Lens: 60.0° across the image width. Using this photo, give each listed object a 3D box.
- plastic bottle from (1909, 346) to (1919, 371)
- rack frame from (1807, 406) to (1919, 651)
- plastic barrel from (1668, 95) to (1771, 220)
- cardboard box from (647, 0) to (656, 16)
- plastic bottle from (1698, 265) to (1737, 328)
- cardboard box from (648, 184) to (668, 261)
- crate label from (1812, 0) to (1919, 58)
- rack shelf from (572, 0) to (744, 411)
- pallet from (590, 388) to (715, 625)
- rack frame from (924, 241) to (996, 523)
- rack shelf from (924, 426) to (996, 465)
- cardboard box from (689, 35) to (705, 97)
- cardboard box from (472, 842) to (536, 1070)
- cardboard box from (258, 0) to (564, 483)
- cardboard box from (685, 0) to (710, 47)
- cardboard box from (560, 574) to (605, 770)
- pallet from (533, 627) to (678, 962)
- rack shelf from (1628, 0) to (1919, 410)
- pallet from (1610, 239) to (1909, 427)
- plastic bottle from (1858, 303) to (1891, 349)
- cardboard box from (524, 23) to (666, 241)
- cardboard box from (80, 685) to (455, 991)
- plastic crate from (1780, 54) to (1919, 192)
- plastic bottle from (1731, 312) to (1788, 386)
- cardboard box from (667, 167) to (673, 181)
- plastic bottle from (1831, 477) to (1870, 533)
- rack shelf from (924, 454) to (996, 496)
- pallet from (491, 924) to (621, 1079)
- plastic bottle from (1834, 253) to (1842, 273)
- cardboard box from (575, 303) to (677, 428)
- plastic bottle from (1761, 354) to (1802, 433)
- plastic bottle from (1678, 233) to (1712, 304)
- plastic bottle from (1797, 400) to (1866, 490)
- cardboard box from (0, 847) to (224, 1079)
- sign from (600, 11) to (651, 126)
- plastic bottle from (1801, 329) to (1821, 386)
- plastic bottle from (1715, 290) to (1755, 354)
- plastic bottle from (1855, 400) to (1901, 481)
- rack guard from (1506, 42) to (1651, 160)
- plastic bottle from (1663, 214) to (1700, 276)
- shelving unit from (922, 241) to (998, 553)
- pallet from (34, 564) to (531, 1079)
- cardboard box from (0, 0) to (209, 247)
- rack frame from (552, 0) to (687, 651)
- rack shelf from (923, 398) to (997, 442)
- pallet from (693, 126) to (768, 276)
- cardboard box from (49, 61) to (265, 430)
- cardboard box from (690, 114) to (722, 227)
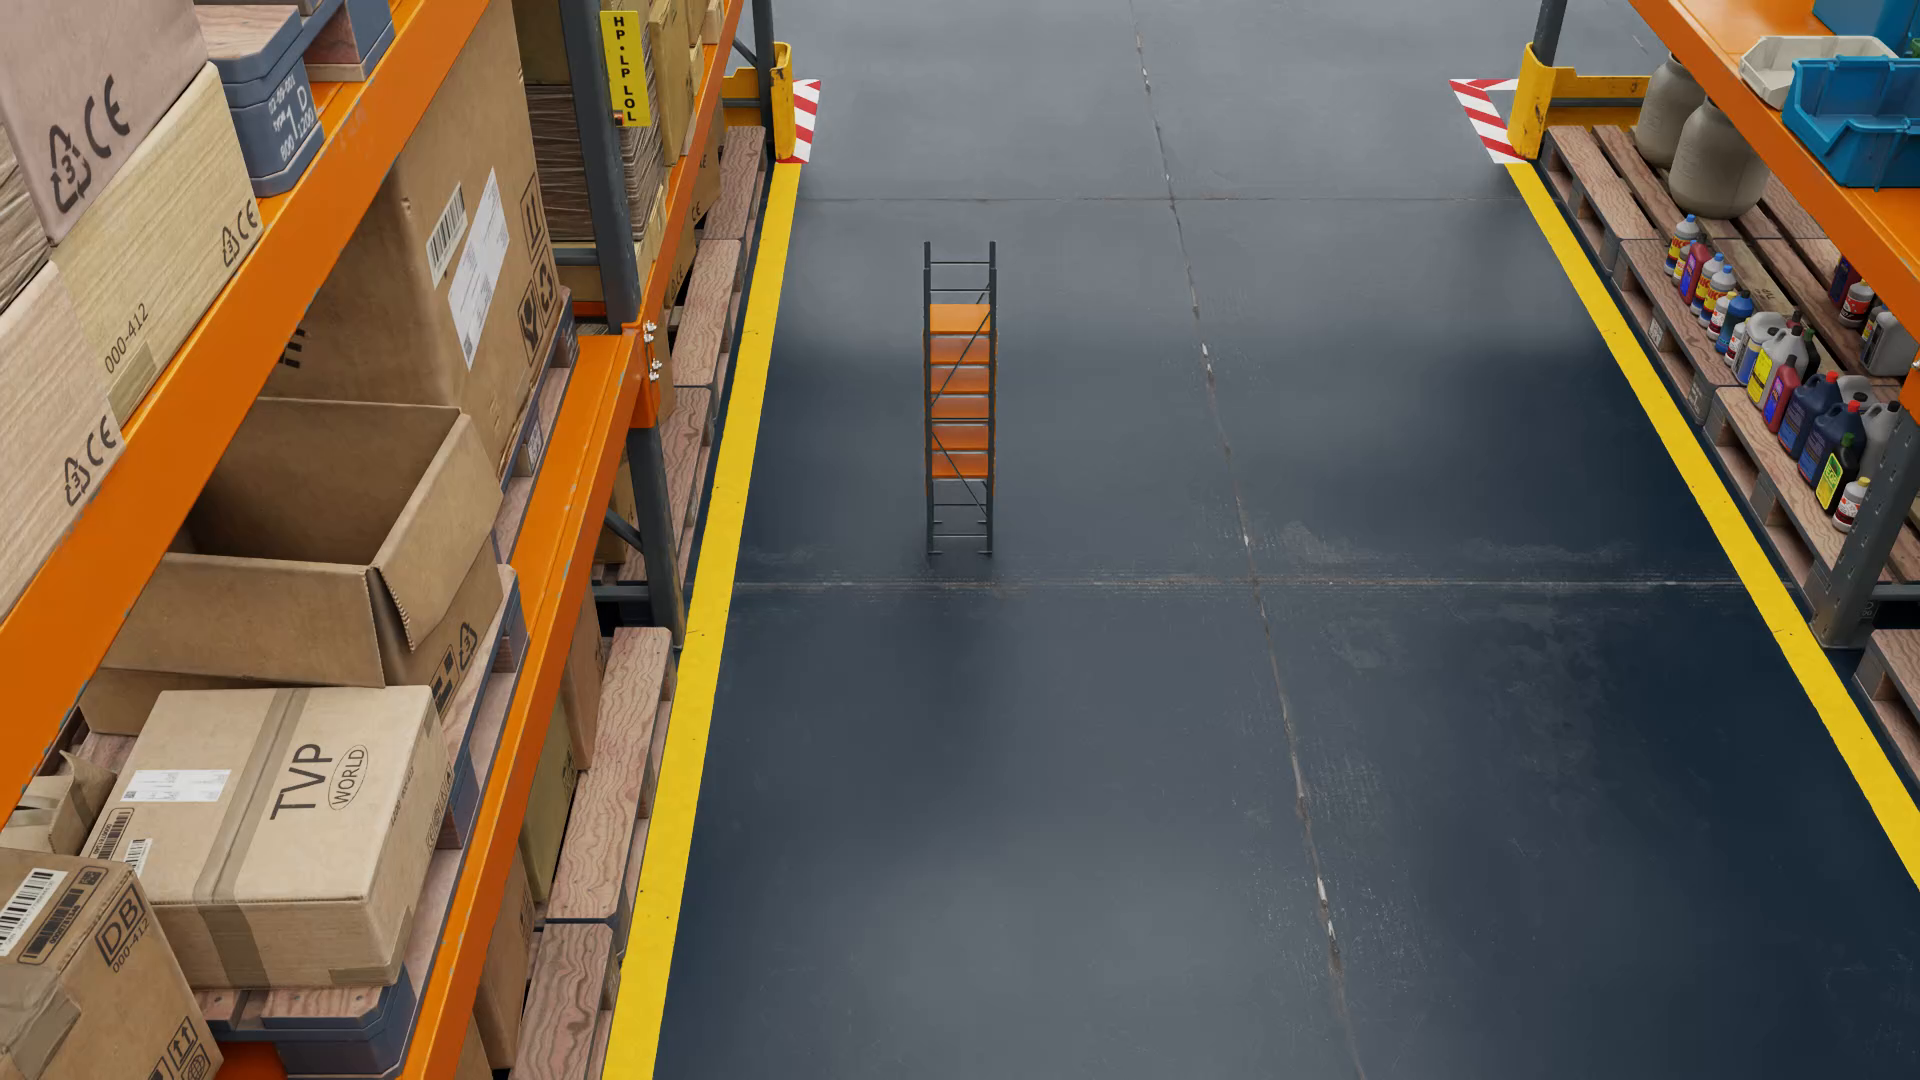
[{"bbox_3d":[3.904,-0.854,6.683,0.144,0.351,0.185,0,39,0],"label":"plastic bottle"},{"bbox_3d":[3.490,-0.827,4.883,1.000,3.000,0.127,0,39,0],"label":"rack frame"},{"bbox_3d":[3.564,-1.796,7.746,0.421,0.512,0.421,0,39,0],"label":"plastic barrel"},{"bbox_3d":[-1.211,-1.963,5.183,0.500,0.500,0.500,0,39,0],"label":"cardboard box"},{"bbox_3d":[3.177,-1.024,6.959,0.097,0.271,0.097,0,39,0],"label":"plastic bottle"},{"bbox_3d":[-1.149,-1.016,5.320,0.380,0.149,0.250,0,39,0],"label":"cardboard box"},{"bbox_3d":[3.758,-2.191,6.557,0.502,0.435,0.616,0,39,0],"label":"crate label"},{"bbox_3d":[-1.465,-1.793,6.664,1.077,0.370,4.000,0,39,0],"label":"rack shelf"},{"bbox_3d":[-1.499,-0.155,6.275,1.003,0.211,1.213,0,39,0],"label":"pallet"},{"bbox_3d":[0.000,-0.534,5.957,0.240,1.200,0.006,0,39,0],"label":"rack frame"},{"bbox_3d":[0.000,-0.349,5.989,0.258,0.103,0.180,0,39,0],"label":"rack shelf"},{"bbox_3d":[-1.177,-1.798,6.296,0.380,0.149,0.250,0,39,0],"label":"cardboard box"},{"bbox_3d":[-1.501,1.013,4.235,0.700,0.500,0.500,-3,39,-4],"label":"cardboard box"},{"bbox_3d":[-1.602,-0.724,3.940,1.000,1.000,1.000,0,39,0],"label":"cardboard box"},{"bbox_3d":[-1.427,-2.198,6.276,0.875,0.500,0.500,0,39,0],"label":"cardboard box"},{"bbox_3d":[-1.483,0.365,5.044,0.700,0.500,0.500,-3,39,-4],"label":"cardboard box"},{"bbox_3d":[-1.460,0.752,5.143,1.003,0.211,1.213,0,39,0],"label":"pallet"},{"bbox_3d":[3.488,-1.797,6.669,1.077,0.370,4.000,0,39,0],"label":"rack shelf"},{"bbox_3d":[3.527,-0.923,7.234,1.003,0.211,1.213,0,39,0],"label":"pallet"},{"bbox_3d":[3.783,-0.884,6.841,0.097,0.201,0.097,0,39,0],"label":"plastic bottle"},{"bbox_3d":[-1.401,-1.260,5.105,0.875,0.500,0.500,0,39,0],"label":"cardboard box"},{"bbox_3d":[-1.230,0.525,2.981,0.500,0.250,0.500,-1,39,-1],"label":"cardboard box"},{"bbox_3d":[3.218,-1.461,5.793,0.499,0.251,0.616,0,39,0],"label":"plastic crate"},{"bbox_3d":[3.205,-0.762,6.628,0.152,0.276,0.135,1,39,1],"label":"plastic bottle"},{"bbox_3d":[-1.187,-1.329,5.710,0.380,0.149,0.250,0,39,0],"label":"cardboard box"},{"bbox_3d":[3.178,-0.133,5.903,0.097,0.201,0.097,0,39,0],"label":"plastic bottle"},{"bbox_3d":[0.000,-0.255,6.064,0.258,0.103,0.180,0,39,0],"label":"rack shelf"},{"bbox_3d":[-1.456,1.517,4.189,1.003,0.211,1.213,0,39,0],"label":"pallet"},{"bbox_3d":[3.926,-1.260,7.309,0.097,0.201,0.097,0,39,0],"label":"plastic bottle"},{"bbox_3d":[-1.431,-0.620,6.288,0.500,0.500,0.500,12,40,14],"label":"cardboard box"},{"bbox_3d":[3.159,-0.563,6.374,0.061,0.283,0.133,2,39,3],"label":"plastic bottle"},{"bbox_3d":[3.158,-1.164,7.124,0.061,0.283,0.133,1,39,1],"label":"plastic bottle"},{"bbox_3d":[3.201,-0.367,6.076,0.144,0.351,0.185,-1,39,-1],"label":"plastic bottle"},{"bbox_3d":[-1.599,0.789,2.451,0.700,0.500,0.500,5,39,7],"label":"cardboard box"},{"bbox_3d":[-0.908,-1.278,4.520,0.100,0.325,0.005,0,39,0],"label":"sign"},{"bbox_3d":[3.303,-0.679,6.519,0.061,0.283,0.133,0,39,0],"label":"plastic bottle"},{"bbox_3d":[3.177,-0.898,6.801,0.097,0.271,0.097,0,39,0],"label":"plastic bottle"},{"bbox_3d":[3.346,-0.367,6.076,0.144,0.351,0.185,0,39,0],"label":"plastic bottle"},{"bbox_3d":[3.533,-2.305,8.727,1.175,0.500,0.348,0,39,0],"label":"rack guard"},{"bbox_3d":[3.176,-1.301,7.305,0.097,0.271,0.097,0,39,0],"label":"plastic bottle"},{"bbox_3d":[0.000,-0.477,5.886,0.258,1.200,0.189,0,39,0],"label":"shelving unit"},{"bbox_3d":[-1.501,0.515,3.362,1.003,0.211,1.213,0,39,0],"label":"pallet"},{"bbox_3d":[-1.206,-0.652,1.787,0.500,0.500,0.500,-1,39,-1],"label":"cardboard box"},{"bbox_3d":[-1.463,-0.823,4.879,1.000,3.000,0.127,0,39,0],"label":"rack frame"},{"bbox_3d":[0.000,-0.443,5.914,0.258,0.103,0.180,0,39,0],"label":"rack shelf"},{"bbox_3d":[-1.502,-1.681,8.179,1.003,0.211,1.213,0,39,0],"label":"pallet"},{"bbox_3d":[-1.214,-0.370,2.035,0.500,0.250,0.500,1,39,1],"label":"cardboard box"},{"bbox_3d":[-1.448,-1.749,7.697,0.500,0.500,0.500,10,40,12],"label":"cardboard box"}]
